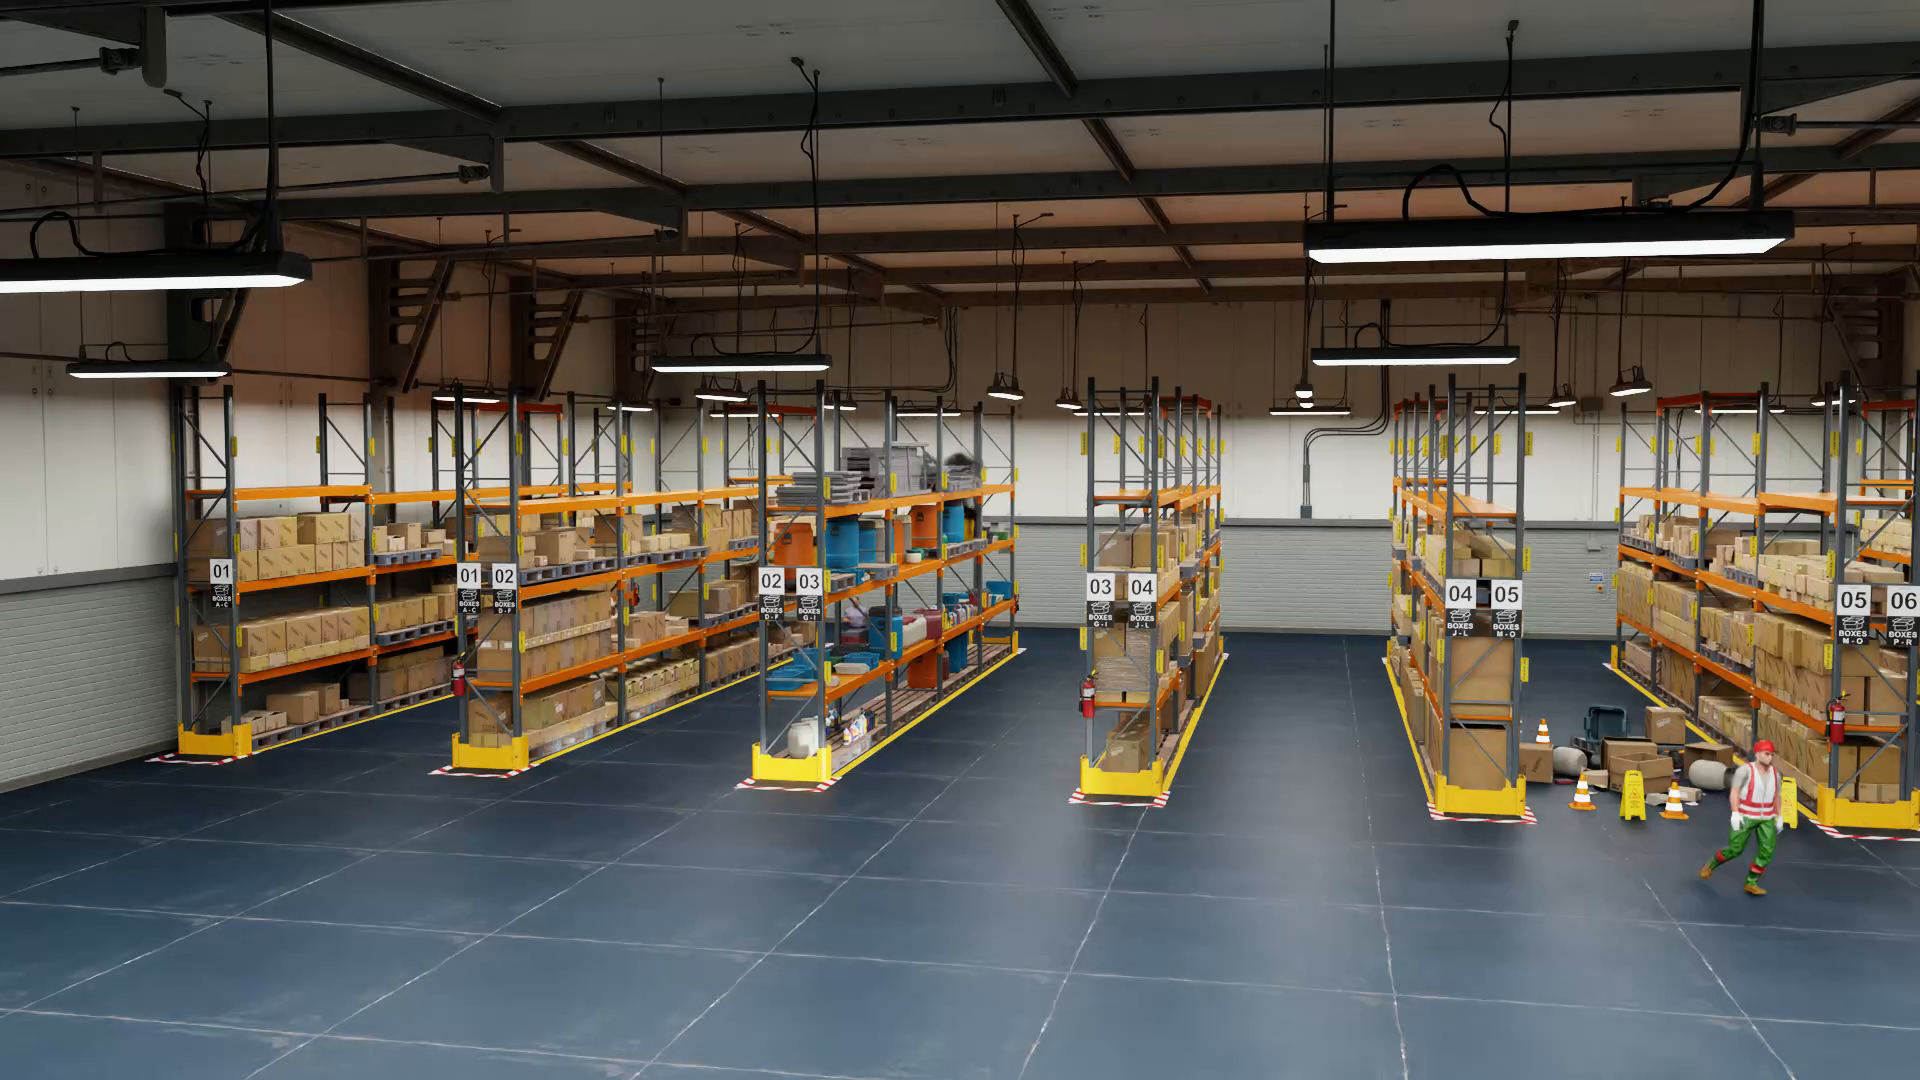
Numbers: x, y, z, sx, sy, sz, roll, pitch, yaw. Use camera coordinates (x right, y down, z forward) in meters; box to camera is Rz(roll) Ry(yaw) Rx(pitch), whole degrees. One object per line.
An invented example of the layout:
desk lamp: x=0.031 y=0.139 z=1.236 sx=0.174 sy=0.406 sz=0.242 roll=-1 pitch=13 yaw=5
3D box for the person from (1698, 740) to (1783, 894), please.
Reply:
person: x=8.810 y=3.081 z=18.690 sx=0.822 sy=1.726 sz=0.604 roll=0 pitch=3 yaw=-2

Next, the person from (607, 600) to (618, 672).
person: x=-7.579 y=2.126 z=36.340 sx=0.694 sy=1.698 sz=0.619 roll=-2 pitch=4 yaw=-26

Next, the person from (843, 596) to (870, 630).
person: x=-2.324 y=2.101 z=37.289 sx=0.562 sy=1.694 sz=0.841 roll=1 pitch=3 yaw=10

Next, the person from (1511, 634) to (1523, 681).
person: x=11.467 y=2.239 z=34.837 sx=0.627 sy=1.645 sz=0.659 roll=0 pitch=3 yaw=2
